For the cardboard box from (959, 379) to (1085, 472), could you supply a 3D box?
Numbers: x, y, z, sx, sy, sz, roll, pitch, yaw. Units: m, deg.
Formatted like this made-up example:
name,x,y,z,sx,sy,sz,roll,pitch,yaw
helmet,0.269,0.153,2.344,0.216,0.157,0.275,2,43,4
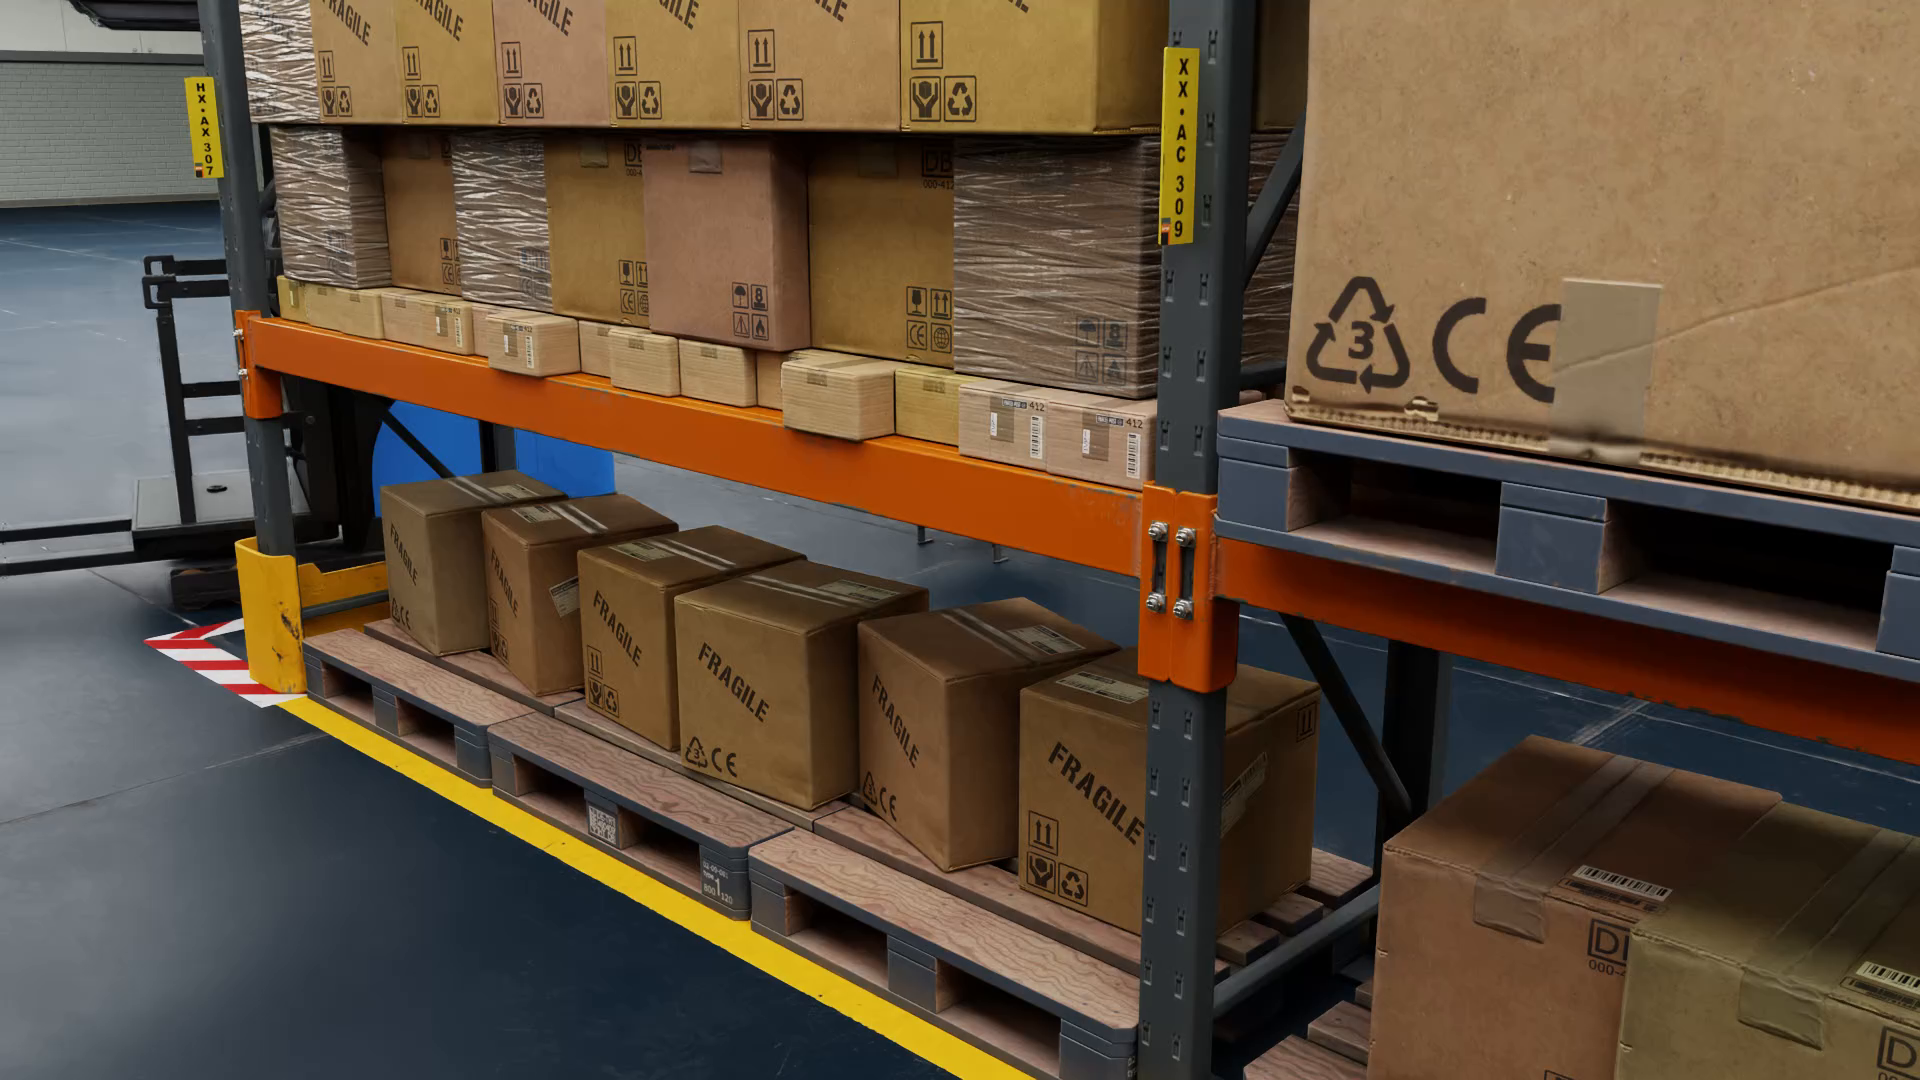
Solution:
name,x,y,z,sx,sy,sz,roll,pitch,yaw
cardboard box,0.215,-0.259,3.476,0.250,0.149,0.380,14,20,42

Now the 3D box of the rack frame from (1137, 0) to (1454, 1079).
name,x,y,z,sx,sy,sz,roll,pitch,yaw
rack frame,0.747,-0.351,3.330,0.127,3.000,1.000,14,20,42

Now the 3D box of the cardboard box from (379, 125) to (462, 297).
name,x,y,z,sx,sy,sz,roll,pitch,yaw
cardboard box,-1.313,-1.076,5.326,0.500,0.500,0.875,14,20,42

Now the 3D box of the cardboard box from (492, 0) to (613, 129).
name,x,y,z,sx,sy,sz,roll,pitch,yaw
cardboard box,-0.846,-1.319,4.274,0.500,0.500,0.500,14,20,42

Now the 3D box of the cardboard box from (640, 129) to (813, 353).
name,x,y,z,sx,sy,sz,roll,pitch,yaw
cardboard box,-0.300,-0.796,4.252,0.500,0.500,0.875,14,20,42

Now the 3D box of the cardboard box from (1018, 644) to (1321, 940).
name,x,y,z,sx,sy,sz,roll,pitch,yaw
cardboard box,0.487,0.578,3.889,0.500,0.500,0.500,13,19,41

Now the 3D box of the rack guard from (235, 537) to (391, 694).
name,x,y,z,sx,sy,sz,roll,pitch,yaw
rack guard,-2.078,0.172,6.281,0.348,0.500,1.175,14,20,42

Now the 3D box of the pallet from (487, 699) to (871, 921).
name,x,y,z,sx,sy,sz,roll,pitch,yaw
pallet,-0.644,0.674,4.928,1.213,0.211,1.003,14,20,42

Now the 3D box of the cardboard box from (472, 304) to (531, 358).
name,x,y,z,sx,sy,sz,roll,pitch,yaw
cardboard box,-1.189,-0.619,4.856,0.250,0.149,0.380,14,20,42

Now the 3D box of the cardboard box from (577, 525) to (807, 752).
name,x,y,z,sx,sy,sz,roll,pitch,yaw
cardboard box,-0.803,0.279,5.037,0.500,0.500,0.500,-12,19,-39

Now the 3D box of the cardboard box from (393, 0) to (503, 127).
name,x,y,z,sx,sy,sz,roll,pitch,yaw
cardboard box,-1.210,-1.406,4.606,0.500,0.500,0.500,14,20,42

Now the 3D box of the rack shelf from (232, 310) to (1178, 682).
name,x,y,z,sx,sy,sz,roll,pitch,yaw
rack shelf,-0.693,-0.353,4.764,4.000,0.370,1.077,14,20,42

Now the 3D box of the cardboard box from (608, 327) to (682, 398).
name,x,y,z,sx,sy,sz,roll,pitch,yaw
cardboard box,-0.682,-0.479,4.319,0.250,0.149,0.380,14,20,42

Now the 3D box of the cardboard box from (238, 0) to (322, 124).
name,x,y,z,sx,sy,sz,roll,pitch,yaw
cardboard box,-1.926,-1.582,5.282,0.500,0.500,0.500,14,20,42

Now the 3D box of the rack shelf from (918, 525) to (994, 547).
name,x,y,z,sx,sy,sz,roll,pitch,yaw
rack shelf,0.119,-0.297,7.736,0.480,0.518,0.431,14,20,42

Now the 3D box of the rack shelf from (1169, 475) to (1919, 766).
name,x,y,z,sx,sy,sz,roll,pitch,yaw
rack shelf,2.187,0.347,2.078,4.000,0.370,1.077,14,20,42

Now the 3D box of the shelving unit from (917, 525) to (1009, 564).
name,x,y,z,sx,sy,sz,roll,pitch,yaw
shelving unit,0.119,-0.987,7.556,0.503,2.100,0.431,14,20,42

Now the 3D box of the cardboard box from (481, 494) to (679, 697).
name,x,y,z,sx,sy,sz,roll,pitch,yaw
cardboard box,-1.241,0.166,5.470,0.500,0.500,0.500,-9,17,-30

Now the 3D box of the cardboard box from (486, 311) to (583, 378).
name,x,y,z,sx,sy,sz,roll,pitch,yaw
cardboard box,-1.081,-0.556,4.616,0.250,0.149,0.380,14,20,42

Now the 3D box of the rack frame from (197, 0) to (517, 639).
name,x,y,z,sx,sy,sz,roll,pitch,yaw
rack frame,-2.133,-1.051,6.017,0.127,3.000,1.000,14,20,42

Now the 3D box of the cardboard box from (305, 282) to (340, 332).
name,x,y,z,sx,sy,sz,roll,pitch,yaw
cardboard box,-1.926,-0.789,5.510,0.250,0.149,0.380,14,20,42

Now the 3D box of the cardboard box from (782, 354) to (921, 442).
name,x,y,z,sx,sy,sz,roll,pitch,yaw
cardboard box,-0.181,-0.337,3.776,0.250,0.149,0.380,14,20,42

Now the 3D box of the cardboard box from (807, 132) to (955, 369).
name,x,y,z,sx,sy,sz,roll,pitch,yaw
cardboard box,0.130,-0.727,3.986,0.500,0.500,0.875,14,20,42

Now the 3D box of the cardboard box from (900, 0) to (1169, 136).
name,x,y,z,sx,sy,sz,roll,pitch,yaw
cardboard box,0.232,-1.056,3.265,0.500,0.500,0.500,14,20,42

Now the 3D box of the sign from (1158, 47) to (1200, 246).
name,x,y,z,sx,sy,sz,roll,pitch,yaw
sign,0.376,-0.670,2.838,0.005,0.325,0.100,14,20,42

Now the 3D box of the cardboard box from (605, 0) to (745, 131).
name,x,y,z,sx,sy,sz,roll,pitch,yaw
cardboard box,-0.488,-1.231,3.936,0.500,0.500,0.500,14,20,42

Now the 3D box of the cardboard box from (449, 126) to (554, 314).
name,x,y,z,sx,sy,sz,roll,pitch,yaw
cardboard box,-0.983,-0.981,4.960,0.500,0.500,0.875,14,20,42

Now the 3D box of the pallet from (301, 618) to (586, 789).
name,x,y,z,sx,sy,sz,roll,pitch,yaw
pallet,-1.518,0.460,5.747,1.213,0.211,1.003,14,20,42

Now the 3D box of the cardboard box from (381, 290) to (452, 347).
name,x,y,z,sx,sy,sz,roll,pitch,yaw
cardboard box,-1.562,-0.703,5.178,0.250,0.149,0.380,14,20,42

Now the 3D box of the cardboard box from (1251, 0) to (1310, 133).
name,x,y,z,sx,sy,sz,roll,pitch,yaw
cardboard box,0.599,-1.152,3.633,0.500,0.500,0.500,14,20,42

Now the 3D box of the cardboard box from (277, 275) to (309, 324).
name,x,y,z,sx,sy,sz,roll,pitch,yaw
cardboard box,-2.093,-0.836,5.691,0.250,0.149,0.380,14,20,42

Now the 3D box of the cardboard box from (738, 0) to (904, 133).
name,x,y,z,sx,sy,sz,roll,pitch,yaw
cardboard box,-0.129,-1.143,3.600,0.500,0.500,0.500,14,20,42

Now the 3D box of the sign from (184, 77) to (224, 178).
name,x,y,z,sx,sy,sz,roll,pitch,yaw
sign,-2.509,-1.371,5.530,0.005,0.325,0.100,14,20,42

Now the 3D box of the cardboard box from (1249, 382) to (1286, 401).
name,x,y,z,sx,sy,sz,roll,pitch,yaw
cardboard box,0.801,-0.322,3.716,0.250,0.149,0.380,14,20,42

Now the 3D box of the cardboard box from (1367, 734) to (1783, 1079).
name,x,y,z,sx,sy,sz,roll,pitch,yaw
cardboard box,1.174,0.757,3.163,0.500,0.500,0.700,12,19,38

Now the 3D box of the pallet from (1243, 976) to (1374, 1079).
name,x,y,z,sx,sy,sz,roll,pitch,yaw
pallet,1.308,1.134,3.160,1.213,0.211,1.003,14,20,42

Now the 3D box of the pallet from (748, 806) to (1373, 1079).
name,x,y,z,sx,sy,sz,roll,pitch,yaw
pallet,0.239,0.887,4.108,1.213,0.211,1.003,14,20,42

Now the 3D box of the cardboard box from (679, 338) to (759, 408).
name,x,y,z,sx,sy,sz,roll,pitch,yaw
cardboard box,-0.477,-0.442,4.176,0.250,0.149,0.380,14,20,42

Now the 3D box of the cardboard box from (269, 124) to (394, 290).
name,x,y,z,sx,sy,sz,roll,pitch,yaw
cardboard box,-1.756,-1.142,5.578,0.500,0.500,0.875,14,20,42

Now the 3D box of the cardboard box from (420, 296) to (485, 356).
name,x,y,z,sx,sy,sz,roll,pitch,yaw
cardboard box,-1.387,-0.658,5.005,0.250,0.149,0.380,14,20,42

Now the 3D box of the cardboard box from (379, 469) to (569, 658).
name,x,y,z,sx,sy,sz,roll,pitch,yaw
cardboard box,-1.695,0.068,5.848,0.500,0.500,0.500,-10,18,-34

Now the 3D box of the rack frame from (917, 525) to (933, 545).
name,x,y,z,sx,sy,sz,roll,pitch,yaw
rack frame,-0.056,-1.030,7.720,0.015,2.100,0.400,14,20,42

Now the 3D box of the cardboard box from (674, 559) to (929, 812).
name,x,y,z,sx,sy,sz,roll,pitch,yaw
cardboard box,-0.432,0.385,4.631,0.500,0.500,0.500,11,18,37

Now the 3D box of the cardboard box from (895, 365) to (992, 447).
name,x,y,z,sx,sy,sz,roll,pitch,yaw
cardboard box,0.076,-0.314,3.686,0.250,0.149,0.380,14,20,42

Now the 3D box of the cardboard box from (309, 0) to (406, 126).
name,x,y,z,sx,sy,sz,roll,pitch,yaw
cardboard box,-1.571,-1.493,4.941,0.500,0.500,0.500,14,20,42

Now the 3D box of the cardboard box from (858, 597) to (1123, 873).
name,x,y,z,sx,sy,sz,roll,pitch,yaw
cardboard box,0.069,0.479,4.268,0.500,0.500,0.500,-8,16,-27

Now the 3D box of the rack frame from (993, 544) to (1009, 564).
name,x,y,z,sx,sy,sz,roll,pitch,yaw
rack frame,0.295,-0.944,7.392,0.015,2.100,0.400,14,20,42

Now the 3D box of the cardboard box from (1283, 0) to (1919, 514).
name,x,y,z,sx,sy,sz,roll,pitch,yaw
cardboard box,1.222,-0.680,2.571,1.000,1.000,1.000,14,20,43

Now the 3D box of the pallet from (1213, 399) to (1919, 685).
name,x,y,z,sx,sy,sz,roll,pitch,yaw
pallet,1.196,-0.098,2.740,1.213,0.211,1.003,14,20,42

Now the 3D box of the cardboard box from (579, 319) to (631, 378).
name,x,y,z,sx,sy,sz,roll,pitch,yaw
cardboard box,-0.808,-0.537,4.541,0.250,0.149,0.380,14,20,42

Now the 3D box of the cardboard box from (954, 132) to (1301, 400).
name,x,y,z,sx,sy,sz,roll,pitch,yaw
cardboard box,0.466,-0.633,3.626,0.500,0.500,0.875,14,20,42

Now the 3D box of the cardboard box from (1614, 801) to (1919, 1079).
name,x,y,z,sx,sy,sz,roll,pitch,yaw
cardboard box,1.504,0.844,2.829,0.500,0.500,0.700,14,20,42

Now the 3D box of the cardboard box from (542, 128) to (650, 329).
name,x,y,z,sx,sy,sz,roll,pitch,yaw
cardboard box,-0.631,-0.891,4.616,0.500,0.500,0.875,14,20,42

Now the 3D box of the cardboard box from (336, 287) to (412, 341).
name,x,y,z,sx,sy,sz,roll,pitch,yaw
cardboard box,-1.757,-0.743,5.332,0.250,0.149,0.380,14,20,42

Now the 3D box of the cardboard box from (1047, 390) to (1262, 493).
name,x,y,z,sx,sy,sz,roll,pitch,yaw
cardboard box,0.388,-0.214,3.302,0.250,0.149,0.380,14,20,42

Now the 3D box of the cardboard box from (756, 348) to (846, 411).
name,x,y,z,sx,sy,sz,roll,pitch,yaw
cardboard box,-0.269,-0.405,4.036,0.250,0.149,0.380,14,20,42

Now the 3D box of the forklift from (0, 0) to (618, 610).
name,x,y,z,sx,sy,sz,roll,pitch,yaw
forklift,-3.111,-1.282,7.040,3.031,2.935,1.130,-7,16,-24
